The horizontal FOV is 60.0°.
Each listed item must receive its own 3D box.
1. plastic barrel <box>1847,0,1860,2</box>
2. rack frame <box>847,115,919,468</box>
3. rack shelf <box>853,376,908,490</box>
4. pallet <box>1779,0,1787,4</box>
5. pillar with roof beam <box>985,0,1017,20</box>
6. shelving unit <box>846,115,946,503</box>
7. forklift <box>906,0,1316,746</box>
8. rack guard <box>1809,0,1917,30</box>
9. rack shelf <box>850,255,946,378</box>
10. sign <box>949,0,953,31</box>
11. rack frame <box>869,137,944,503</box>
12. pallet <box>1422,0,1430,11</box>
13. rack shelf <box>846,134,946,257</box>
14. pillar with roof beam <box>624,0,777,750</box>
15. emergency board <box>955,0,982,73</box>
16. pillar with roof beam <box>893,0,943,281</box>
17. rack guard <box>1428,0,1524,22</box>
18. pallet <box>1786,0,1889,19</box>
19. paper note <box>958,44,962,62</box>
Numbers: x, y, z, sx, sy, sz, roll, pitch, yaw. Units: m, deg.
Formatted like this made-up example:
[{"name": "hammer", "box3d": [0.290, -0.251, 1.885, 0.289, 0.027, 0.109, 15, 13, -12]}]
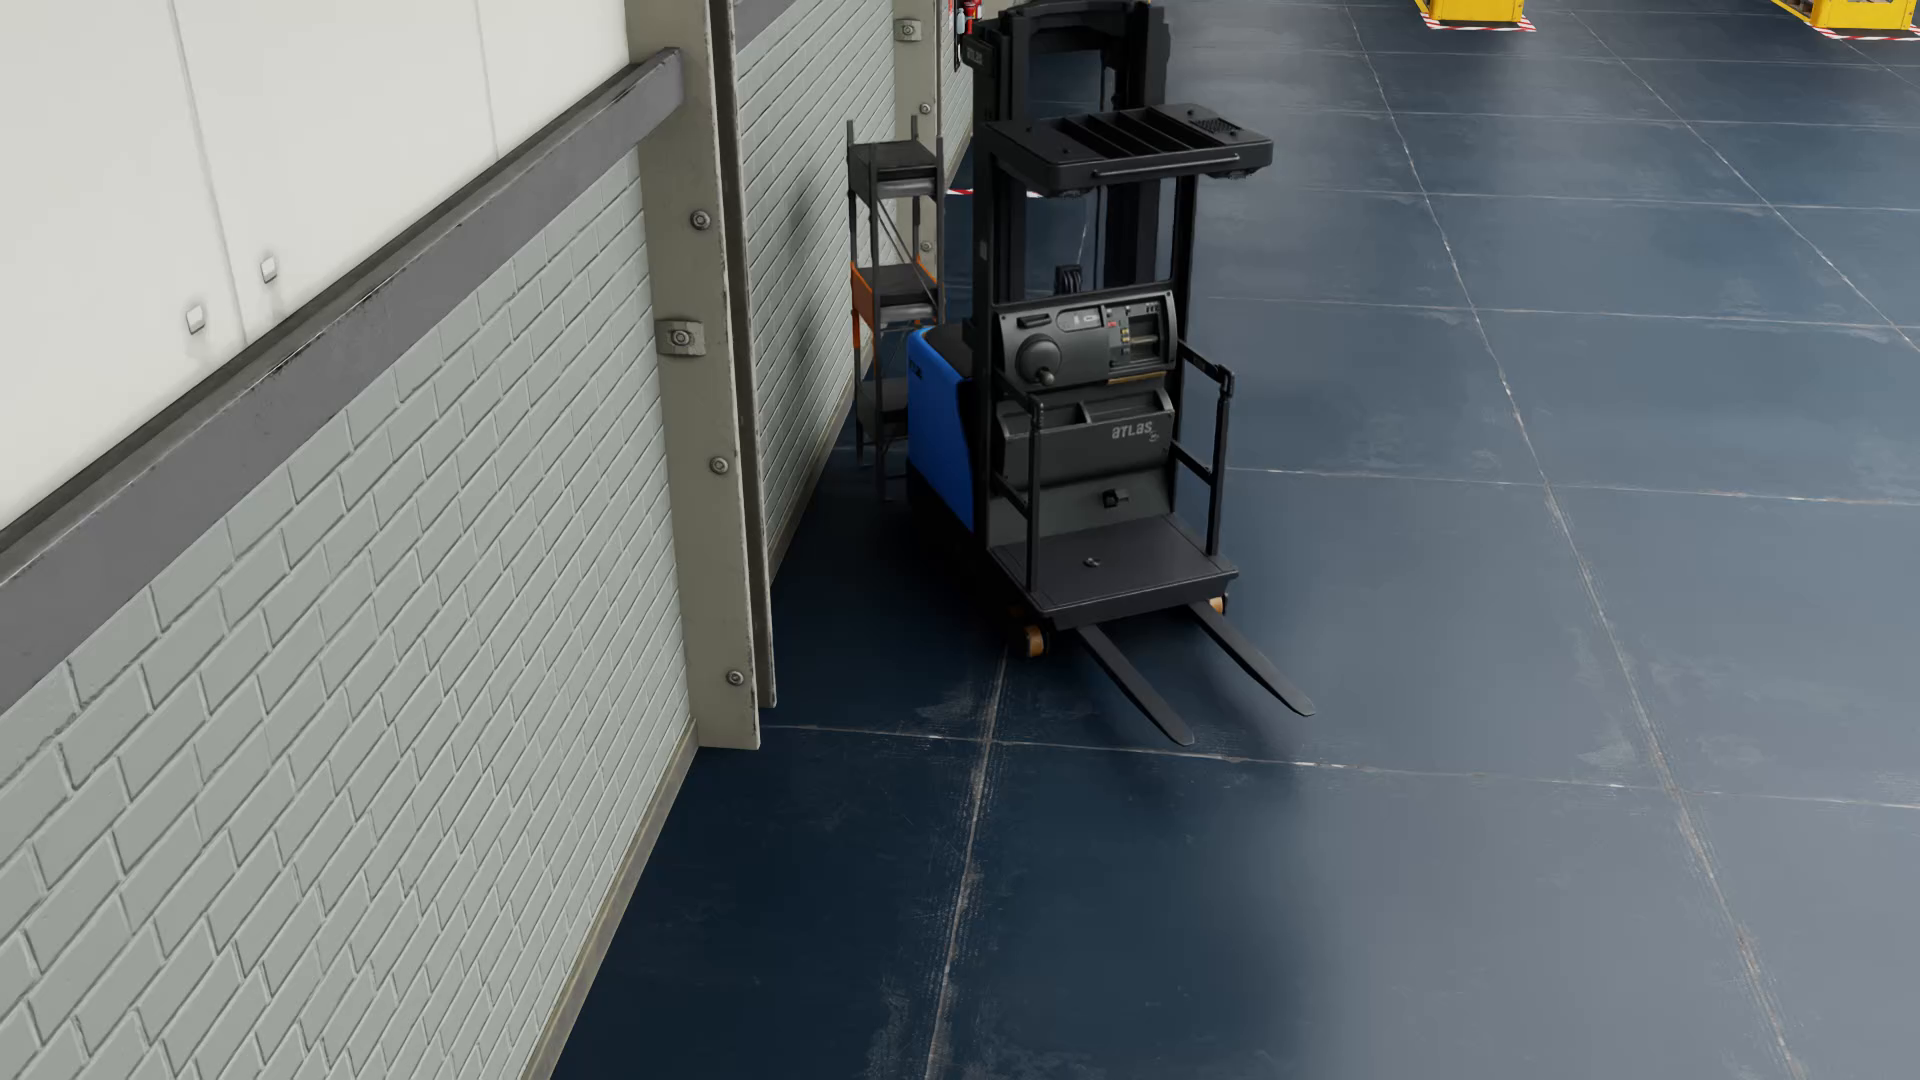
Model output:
[{"name": "plastic barrel", "box3d": [11.775, -7.398, 21.999, 0.421, 0.512, 0.421, 0, 28, 0]}, {"name": "rack frame", "box3d": [-0.427, -1.394, 9.624, 0.400, 2.100, 0.015, -8, 29, -15]}, {"name": "rack shelf", "box3d": [-0.354, -0.655, 9.757, 0.431, 0.518, 0.480, -8, 29, -15]}, {"name": "pallet", "box3d": [11.990, -7.759, 23.430, 1.003, 0.211, 1.213, 3, 28, 6]}, {"name": "pillar with roof beam", "box3d": [4.702, -8.516, 15.569, 9.100, 9.000, 0.400, 3, 28, 6]}, {"name": "shelving unit", "box3d": [-0.354, -1.284, 9.419, 0.431, 2.100, 0.503, -8, 29, -15]}, {"name": "forklift", "box3d": [0.707, -0.936, 7.898, 1.130, 2.935, 3.031, -11, 30, -19]}, {"name": "rack guard", "box3d": [11.733, -6.932, 21.590, 1.175, 0.500, 0.348, 3, 28, 6]}, {"name": "rack shelf", "box3d": [-0.354, -1.272, 9.425, 0.431, 0.518, 0.480, -8, 29, -15]}, {"name": "sign", "box3d": [-0.081, -4.725, 14.821, 0.001, 0.329, 0.234, 3, 28, 6]}, {"name": "rack frame", "box3d": [-0.281, -1.173, 9.214, 0.400, 2.100, 0.015, -8, 29, -15]}, {"name": "pallet", "box3d": [6.907, -7.418, 22.797, 1.003, 0.211, 1.213, 3, 28, 6]}, {"name": "rack shelf", "box3d": [-0.354, -1.888, 9.093, 0.431, 0.518, 0.480, -8, 29, -15]}, {"name": "pillar with roof beam", "box3d": [3.232, -2.867, 5.085, 9.100, 9.000, 0.400, 3, 28, 6]}, {"name": "emergency board", "box3d": [0.089, -4.964, 15.302, 0.194, 1.169, 0.643, 3, 28, 6]}, {"name": "pillar with roof beam", "box3d": [3.967, -5.692, 10.327, 9.100, 9.000, 0.400, 3, 28, 6]}, {"name": "rack guard", "box3d": [6.852, -7.172, 22.035, 1.175, 0.500, 0.348, 3, 28, 6]}, {"name": "pallet", "box3d": [11.838, -7.187, 22.367, 1.003, 0.211, 1.213, 3, 28, 6]}, {"name": "paper note", "box3d": [-0.001, -4.497, 15.363, 0.016, 0.148, 0.142, 3, 28, 6]}]
